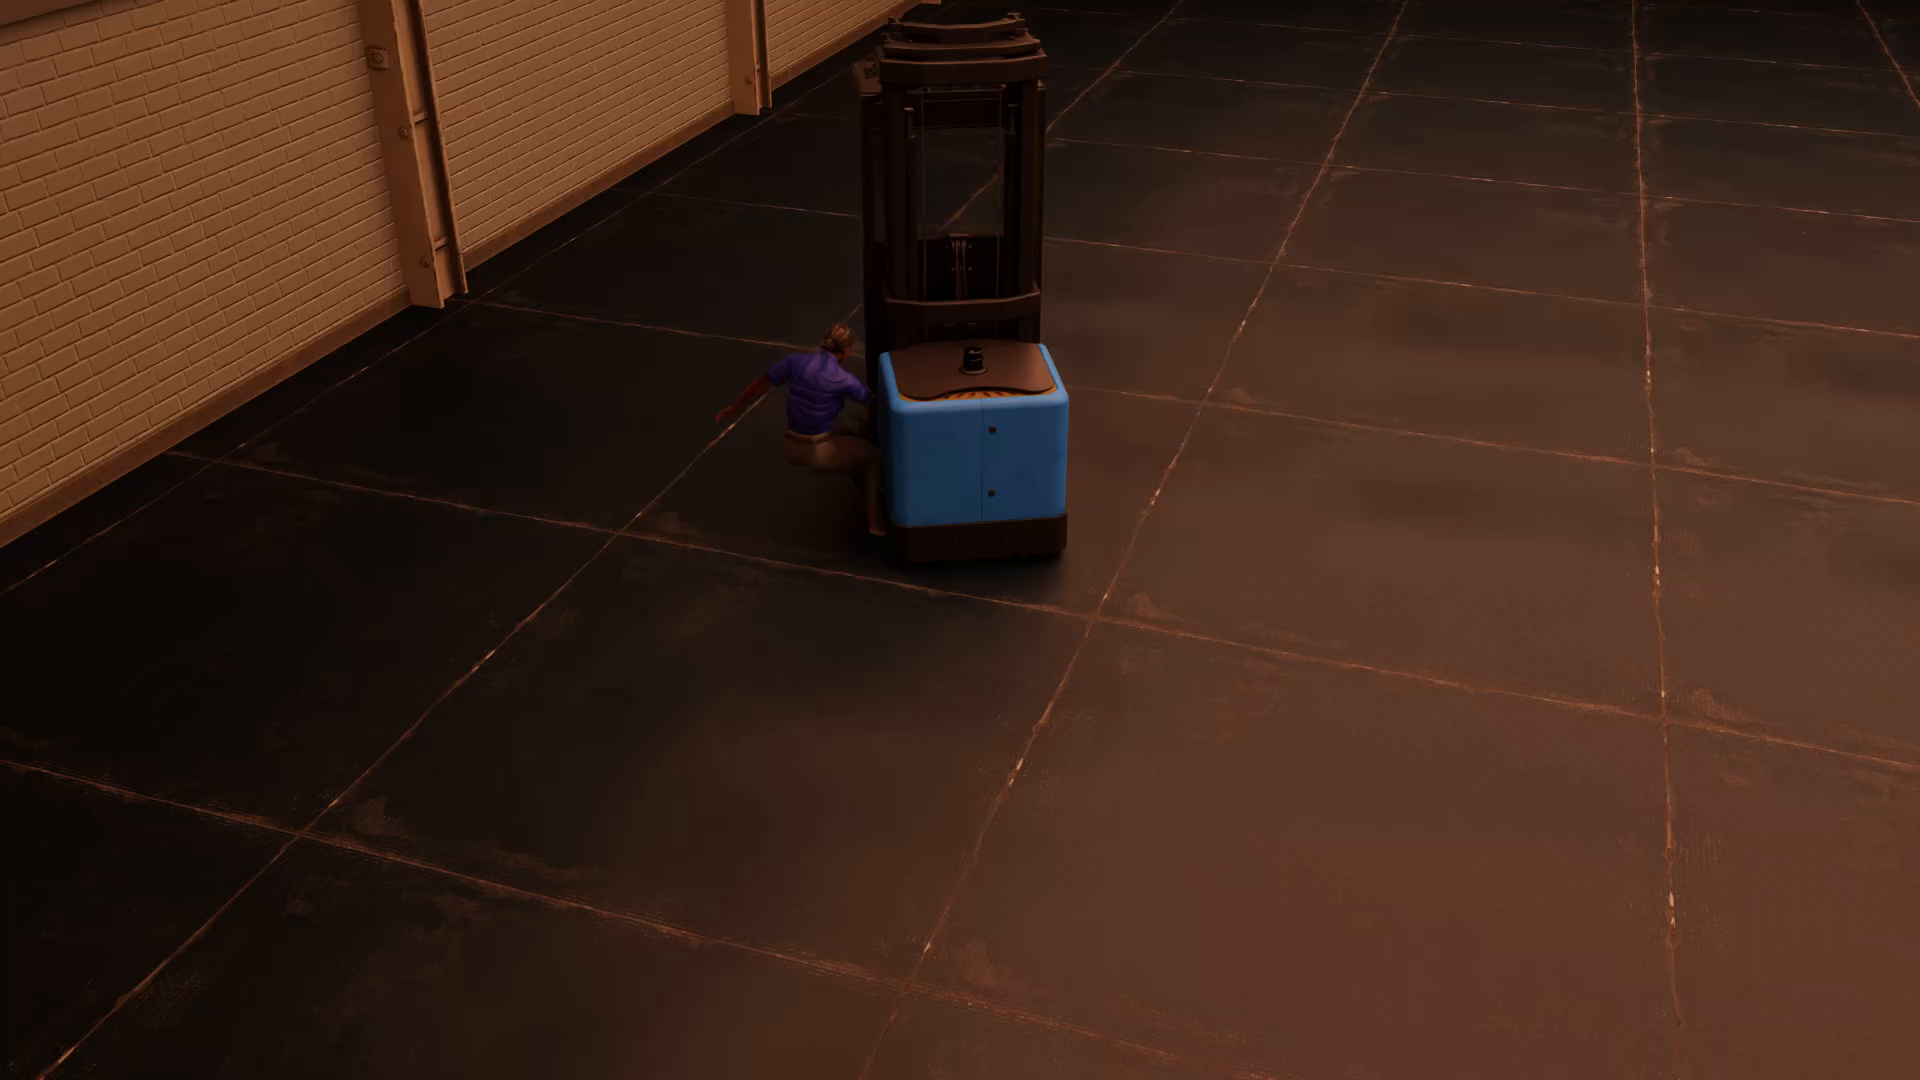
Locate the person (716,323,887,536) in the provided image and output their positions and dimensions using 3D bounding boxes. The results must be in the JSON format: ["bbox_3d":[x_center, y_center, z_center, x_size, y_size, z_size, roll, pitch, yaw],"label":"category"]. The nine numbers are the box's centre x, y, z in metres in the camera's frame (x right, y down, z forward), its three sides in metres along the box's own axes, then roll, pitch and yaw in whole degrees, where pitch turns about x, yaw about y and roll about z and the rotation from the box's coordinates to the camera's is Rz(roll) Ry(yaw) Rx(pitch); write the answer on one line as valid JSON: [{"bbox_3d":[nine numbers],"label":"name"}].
[{"bbox_3d":[-0.806,-0.688,10.020,0.998,1.380,0.904,18,35,29],"label":"person"}]

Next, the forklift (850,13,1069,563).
[{"bbox_3d":[-0.075,-1.845,10.374,1.130,2.935,3.031,-4,30,-7],"label":"forklift"}]
